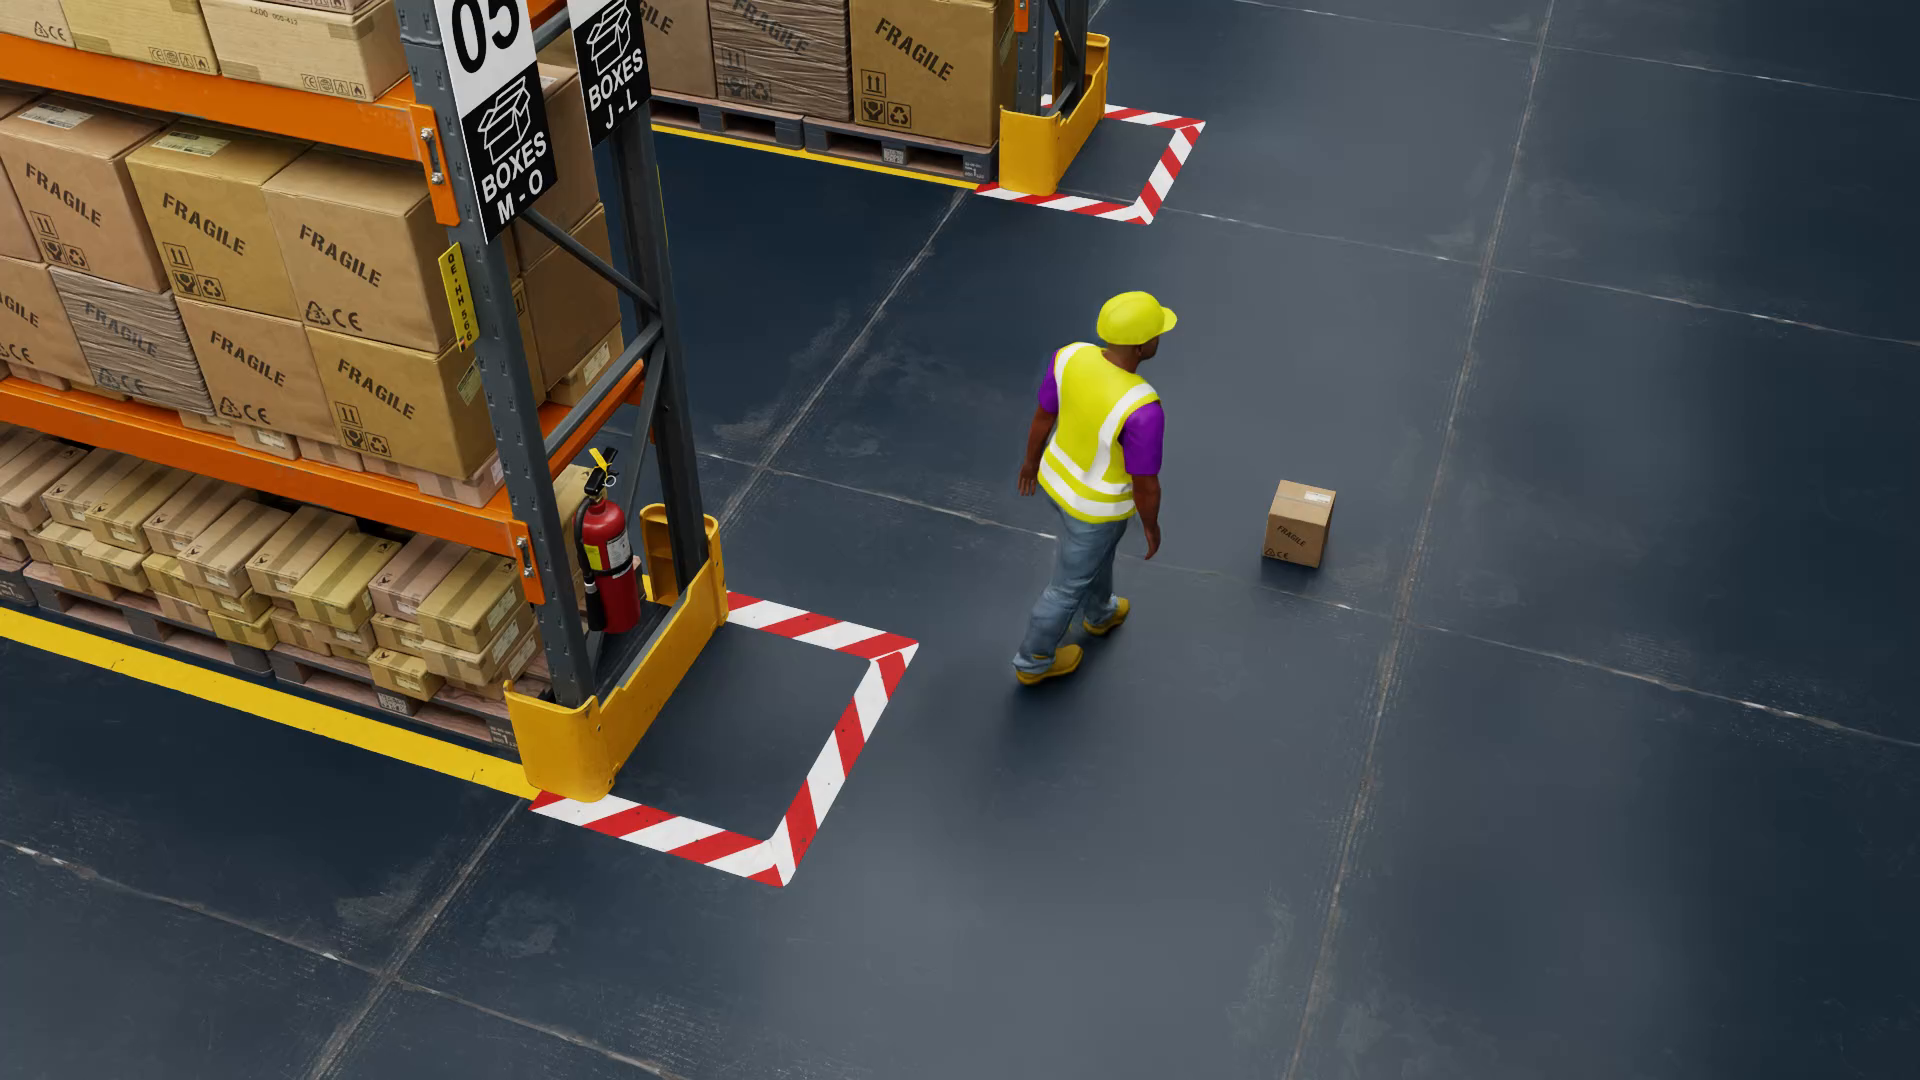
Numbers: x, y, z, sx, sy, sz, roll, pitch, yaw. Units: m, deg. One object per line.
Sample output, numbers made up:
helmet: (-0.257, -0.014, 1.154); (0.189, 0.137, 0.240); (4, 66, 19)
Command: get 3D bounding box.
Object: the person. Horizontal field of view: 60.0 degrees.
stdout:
person: (0.517, -0.163, 6.343); (0.695, 1.784, 0.615); (-20, 45, -21)
